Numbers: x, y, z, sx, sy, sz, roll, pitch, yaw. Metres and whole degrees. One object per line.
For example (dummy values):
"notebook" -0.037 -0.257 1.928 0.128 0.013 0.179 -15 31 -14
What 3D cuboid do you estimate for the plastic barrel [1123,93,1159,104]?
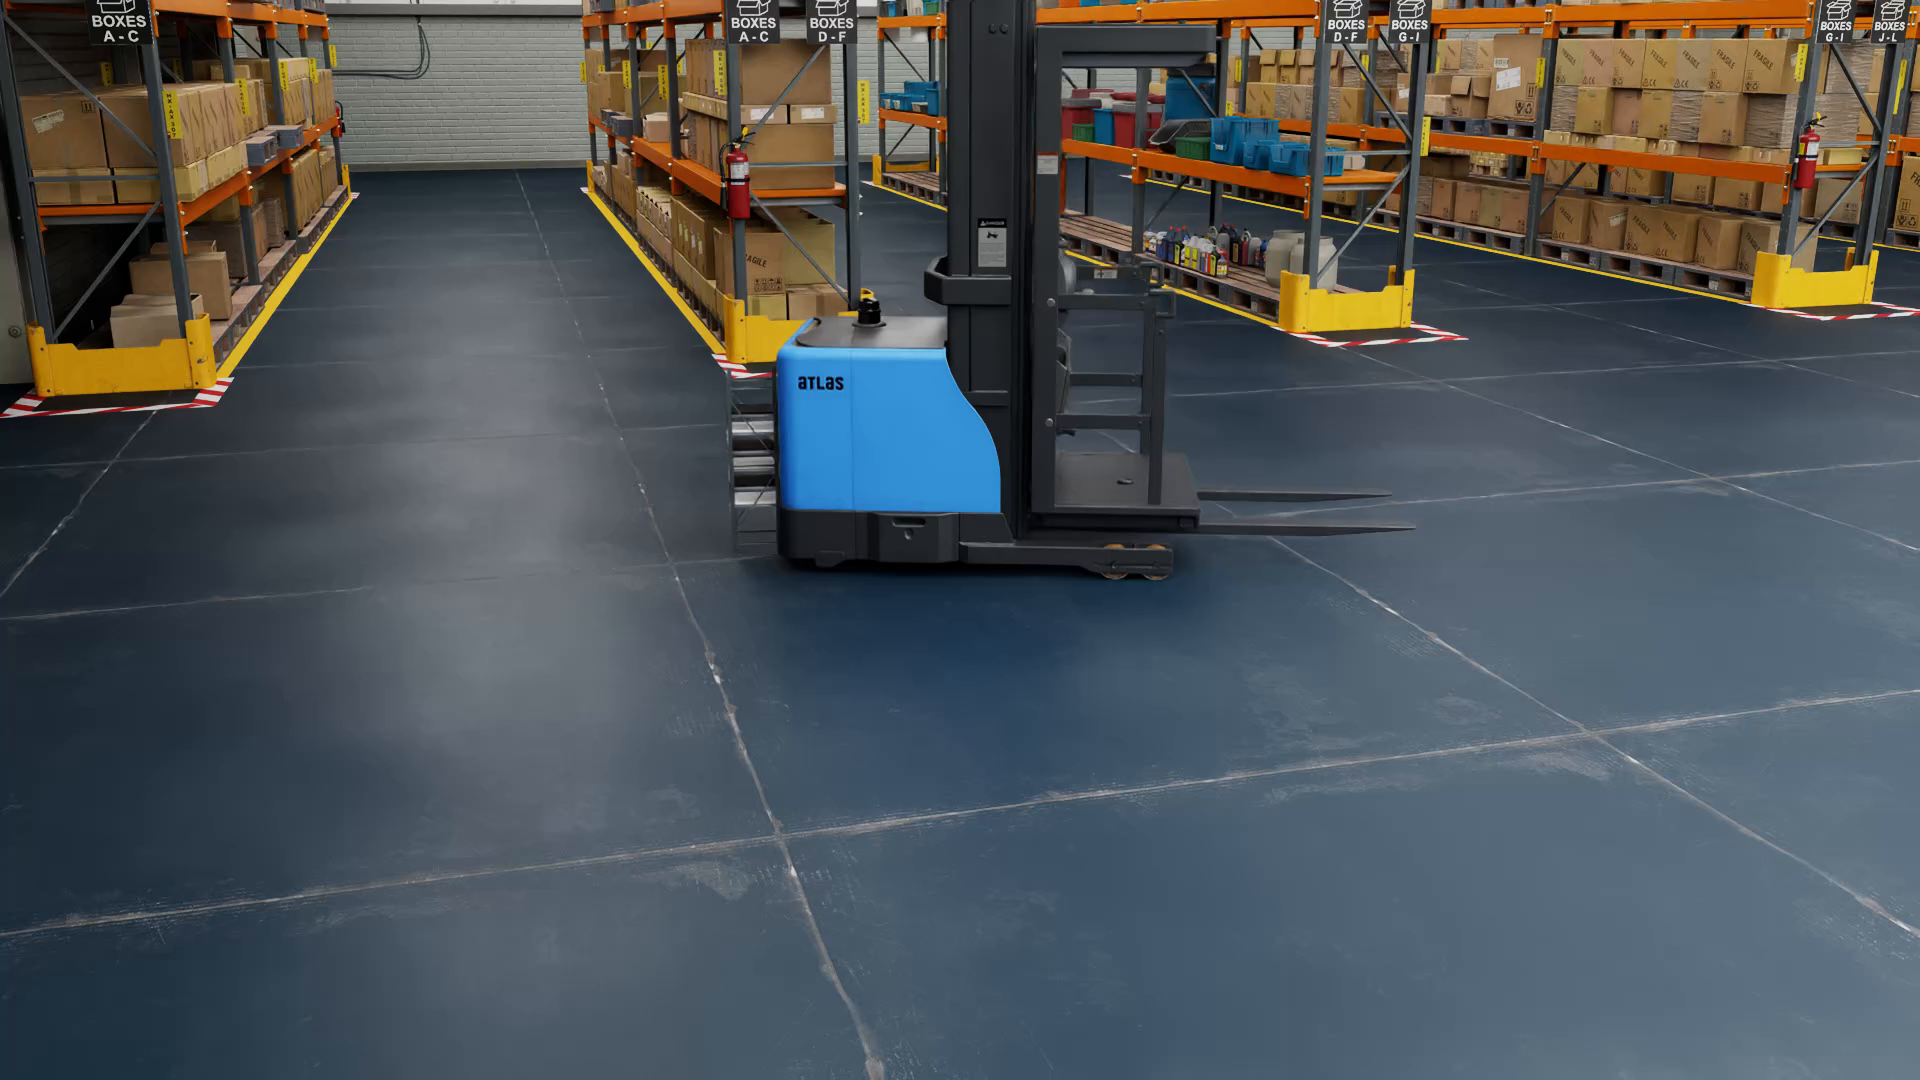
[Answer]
"plastic barrel" 2.121 -4.966 19.533 0.433 0.535 0.433 0 17 0

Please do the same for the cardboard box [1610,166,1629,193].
"cardboard box" 10.263 -5.587 25.454 0.500 0.500 0.500 -4 17 -13

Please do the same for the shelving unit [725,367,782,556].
"shelving unit" -1.010 -0.385 8.171 0.258 0.900 0.210 -2 17 -5

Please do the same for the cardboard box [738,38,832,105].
"cardboard box" -1.420 -3.733 13.236 0.700 0.500 0.500 -5 17 -15

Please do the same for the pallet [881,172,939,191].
"pallet" -0.733 -6.168 28.620 1.003 0.211 1.213 -5 17 -15

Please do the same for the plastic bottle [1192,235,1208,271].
"plastic bottle" 2.418 -2.881 16.667 0.144 0.351 0.185 -4 17 -13

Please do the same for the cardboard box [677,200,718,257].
"cardboard box" -2.417 -2.978 15.898 0.500 0.500 0.500 -5 17 -15

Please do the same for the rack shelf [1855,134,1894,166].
"rack shelf" 11.384 -5.380 22.400 1.077 0.370 4.000 -5 17 -15

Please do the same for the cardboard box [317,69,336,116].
"cardboard box" -10.299 -6.955 25.871 0.980 0.700 0.700 -4 17 -13

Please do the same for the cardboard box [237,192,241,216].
"cardboard box" -7.640 -3.473 17.076 0.500 0.250 0.500 -5 17 -17

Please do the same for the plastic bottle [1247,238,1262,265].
"plastic bottle" 3.011 -2.979 17.125 0.152 0.276 0.135 -4 17 -14

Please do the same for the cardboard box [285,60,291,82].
"cardboard box" -8.275 -5.593 19.827 0.500 0.250 0.500 -5 17 -16

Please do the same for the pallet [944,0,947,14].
"pallet" 0.486 -7.766 24.205 1.213 0.211 1.003 -5 17 -15

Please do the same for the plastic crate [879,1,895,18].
"plastic crate" -1.085 -8.981 28.148 0.497 0.269 0.590 -5 17 -15

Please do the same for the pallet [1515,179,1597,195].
"pallet" 9.951 -5.834 27.506 1.003 0.211 1.213 -5 17 -15

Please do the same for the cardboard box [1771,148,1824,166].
"cardboard box" 7.960 -3.643 15.803 0.380 0.149 0.250 -5 17 -15

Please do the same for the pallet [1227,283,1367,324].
"pallet" 3.190 -2.216 15.464 1.003 0.211 1.213 -5 17 -15

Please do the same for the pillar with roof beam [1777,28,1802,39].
"pillar with roof beam" 14.126 -12.654 34.935 9.100 9.000 0.400 -5 17 -15

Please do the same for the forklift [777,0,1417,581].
"forklift" 0.674 -1.371 7.921 3.031 2.935 1.130 1 17 3

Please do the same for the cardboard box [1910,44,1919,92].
"cardboard box" 12.002 -5.656 19.929 0.875 0.550 0.550 -5 17 -15

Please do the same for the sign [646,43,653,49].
"sign" -5.147 -8.089 27.604 0.100 0.325 0.005 -5 17 -15

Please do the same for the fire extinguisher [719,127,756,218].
"fire extinguisher" -1.704 -2.812 12.735 0.296 0.674 0.183 -5 17 -15

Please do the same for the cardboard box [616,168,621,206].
"cardboard box" -4.531 -4.952 23.304 0.500 0.500 0.500 -4 17 -14

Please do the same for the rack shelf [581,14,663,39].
"rack shelf" -5.137 -7.883 25.519 1.077 0.370 4.000 -5 17 -15

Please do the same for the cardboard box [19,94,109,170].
"cardboard box" -6.385 -2.937 11.937 0.500 0.500 0.500 -5 17 -16

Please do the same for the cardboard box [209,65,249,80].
"cardboard box" -8.024 -5.127 18.241 0.380 0.149 0.250 -8 18 -24

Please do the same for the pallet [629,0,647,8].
"pallet" -3.215 -6.297 19.316 1.213 0.211 1.003 -4 17 -13

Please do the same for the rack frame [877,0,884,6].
"rack frame" -0.923 -10.608 28.126 1.000 3.000 0.127 -5 17 -15

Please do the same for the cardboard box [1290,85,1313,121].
"cardboard box" 5.248 -6.501 24.707 0.500 0.500 0.500 -4 17 -14

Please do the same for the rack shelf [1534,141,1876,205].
"rack shelf" 7.687 -3.910 17.504 1.077 0.370 4.000 -5 17 -15

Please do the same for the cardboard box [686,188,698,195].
"cardboard box" -2.958 -4.016 19.682 0.500 0.311 0.500 -5 17 -16

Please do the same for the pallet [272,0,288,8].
"pallet" -8.478 -6.259 19.189 1.213 0.211 1.003 -4 17 -13

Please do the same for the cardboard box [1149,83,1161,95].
"cardboard box" 3.712 -8.043 29.758 0.500 0.250 0.500 -5 17 -17

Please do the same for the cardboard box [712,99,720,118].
"cardboard box" -1.935 -3.726 14.341 0.380 0.149 0.250 -4 17 -14

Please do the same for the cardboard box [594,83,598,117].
"cardboard box" -5.400 -6.829 25.799 0.500 0.500 0.500 -4 17 -15

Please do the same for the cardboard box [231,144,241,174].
"cardboard box" -6.600 -3.325 14.532 0.500 0.250 0.500 -5 17 -15

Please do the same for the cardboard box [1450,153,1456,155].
"cardboard box" 9.016 -6.870 29.818 0.380 0.149 0.250 -4 17 -13

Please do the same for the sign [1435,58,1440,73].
"sign" 6.557 -6.476 22.922 0.100 0.325 0.005 -5 17 -15

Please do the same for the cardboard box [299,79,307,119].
"cardboard box" -8.700 -5.658 21.347 0.500 0.500 0.500 -5 17 -15

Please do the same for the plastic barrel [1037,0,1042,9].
"plastic barrel" 1.066 -6.902 20.808 0.421 0.512 0.421 0 17 0

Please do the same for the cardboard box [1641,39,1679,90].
"cardboard box" 7.440 -4.918 17.182 0.500 0.500 0.500 -5 17 -15

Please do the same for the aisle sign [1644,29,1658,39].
"aisle sign" 13.646 -10.200 32.675 0.394 0.787 0.004 -5 17 -15

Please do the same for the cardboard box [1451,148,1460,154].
"cardboard box" 8.958 -6.938 29.526 0.380 0.149 0.250 -5 18 -17

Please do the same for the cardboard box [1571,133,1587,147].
"cardboard box" 7.059 -4.467 18.545 0.380 0.149 0.250 -5 17 -15

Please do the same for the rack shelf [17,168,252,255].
"rack shelf" -6.601 -2.735 13.593 1.077 0.370 4.000 -5 17 -15

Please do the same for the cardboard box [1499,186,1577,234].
"cardboard box" 6.989 -3.992 20.110 0.700 0.500 0.500 -6 18 -20

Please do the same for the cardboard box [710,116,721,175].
"cardboard box" -1.833 -3.525 14.799 0.700 0.500 0.500 -4 17 -14

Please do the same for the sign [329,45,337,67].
"sign" -9.923 -7.659 26.311 0.100 0.325 0.005 -5 17 -15

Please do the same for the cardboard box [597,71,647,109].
"cardboard box" -4.672 -6.338 23.435 0.700 0.500 0.500 -12 20 -34

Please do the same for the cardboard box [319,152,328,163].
"cardboard box" -9.518 -5.629 24.463 0.380 0.149 0.250 -5 17 -17

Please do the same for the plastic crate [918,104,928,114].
"plastic crate" -0.389 -6.814 26.296 0.437 0.125 0.590 -5 17 -15

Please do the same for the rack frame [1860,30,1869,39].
"rack frame" 18.139 -9.304 34.211 1.000 3.000 0.127 -5 17 -15

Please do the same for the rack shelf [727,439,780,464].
"rack shelf" -1.010 -0.440 8.154 0.258 0.077 0.200 -2 17 -5

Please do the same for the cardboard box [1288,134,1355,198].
"cardboard box" 5.631 -5.537 24.635 1.225 0.875 0.875 -5 17 -15

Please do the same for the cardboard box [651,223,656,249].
"cardboard box" -3.198 -3.424 18.685 0.500 0.250 0.500 -4 17 -14
